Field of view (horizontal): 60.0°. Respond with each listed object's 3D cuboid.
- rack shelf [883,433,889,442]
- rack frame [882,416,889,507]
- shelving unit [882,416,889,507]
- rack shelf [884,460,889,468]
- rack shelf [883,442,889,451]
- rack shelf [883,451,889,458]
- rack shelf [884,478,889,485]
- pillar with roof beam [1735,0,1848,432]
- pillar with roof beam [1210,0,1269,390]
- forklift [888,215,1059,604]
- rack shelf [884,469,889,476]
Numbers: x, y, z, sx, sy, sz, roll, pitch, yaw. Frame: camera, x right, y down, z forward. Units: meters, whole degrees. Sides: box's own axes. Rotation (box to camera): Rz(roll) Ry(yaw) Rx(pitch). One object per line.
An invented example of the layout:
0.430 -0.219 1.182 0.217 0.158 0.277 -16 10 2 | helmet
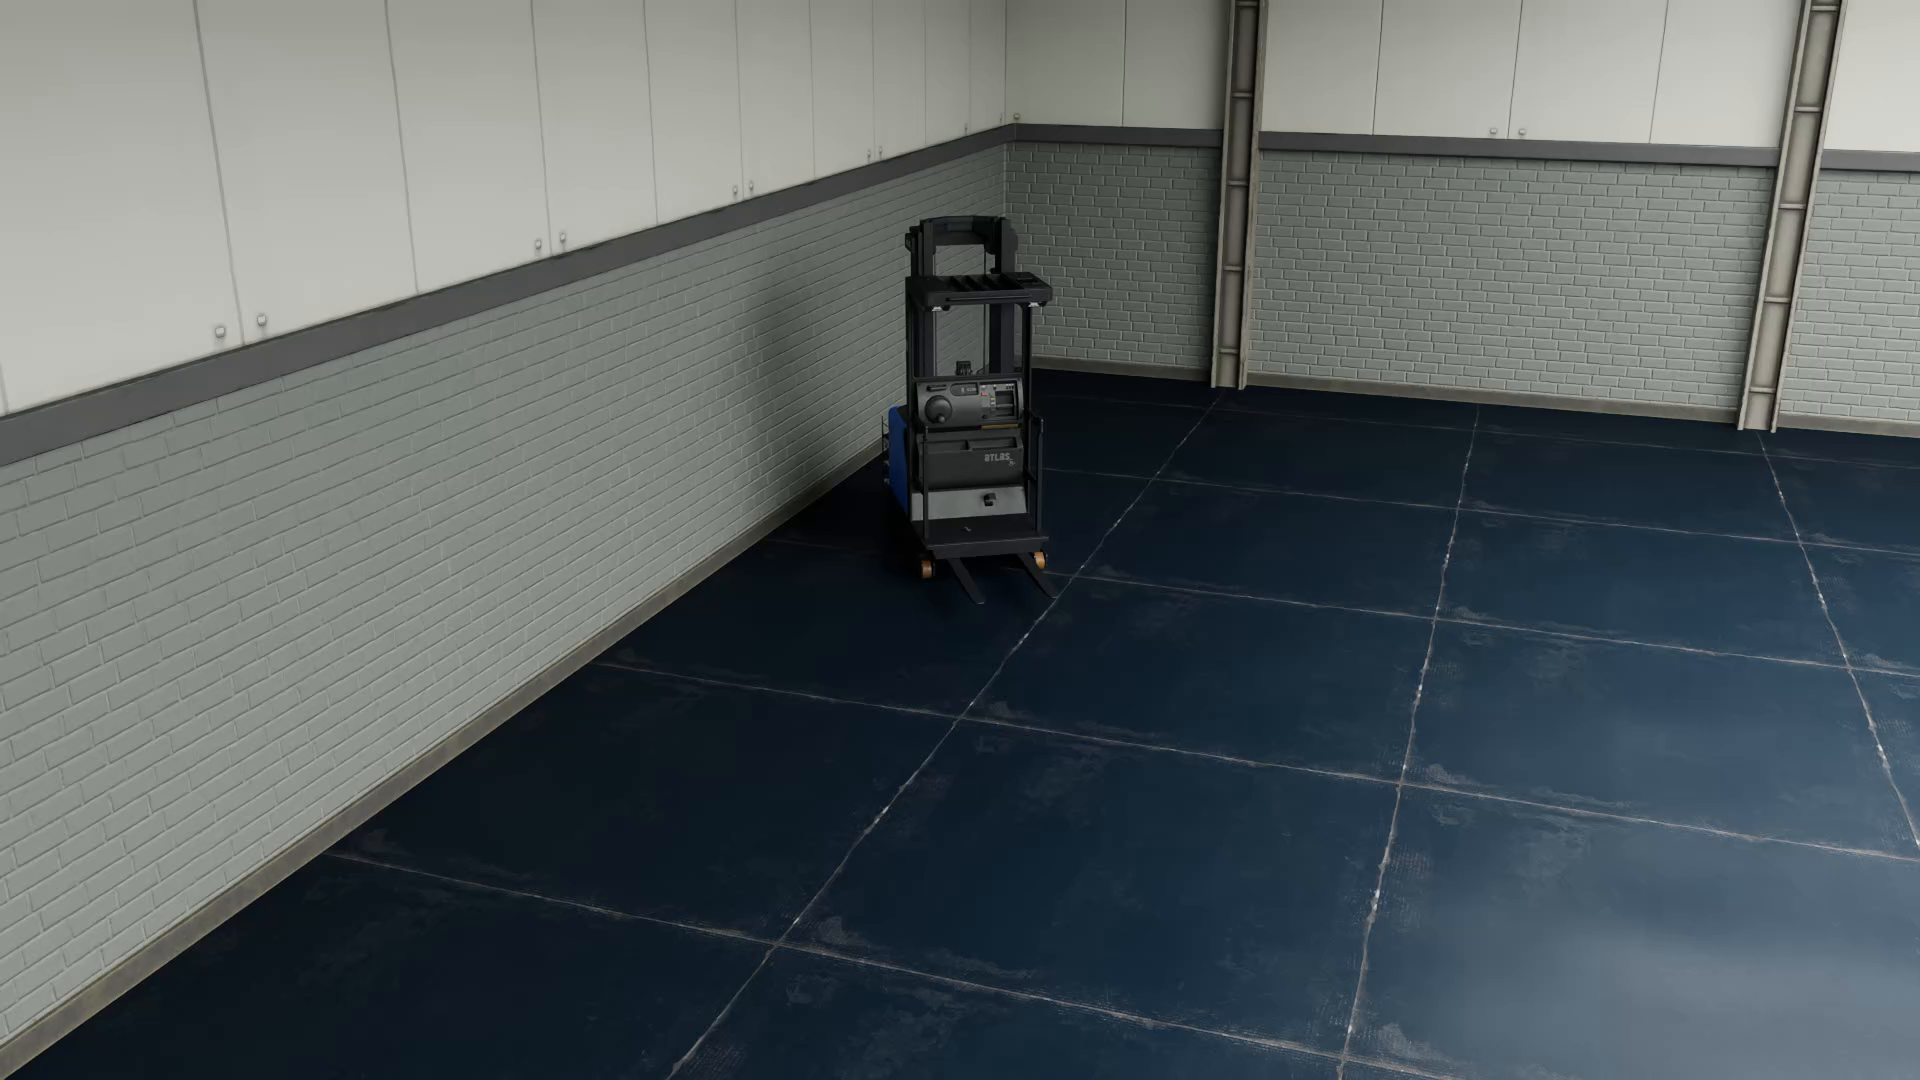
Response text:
-0.607 -0.957 15.851 0.200 0.077 0.258 -7 20 -19 | rack shelf
-0.703 -0.722 15.896 0.006 0.900 0.240 -7 20 -19 | rack frame
-0.607 -0.734 15.929 0.210 0.900 0.258 -7 20 -19 | shelving unit
-0.607 -0.702 15.940 0.200 0.077 0.258 -7 20 -19 | rack shelf
-0.607 -0.872 15.880 0.200 0.077 0.258 -7 20 -19 | rack shelf
-0.607 -0.787 15.910 0.200 0.077 0.258 -7 20 -19 | rack shelf
-0.607 -0.532 15.999 0.200 0.077 0.258 -7 20 -19 | rack shelf
7.599 -4.185 13.524 0.400 9.000 9.100 7 20 18 | pillar with roof beam
1.931 -4.833 15.384 0.400 9.000 9.100 7 20 18 | pillar with roof beam
0.133 -1.184 14.134 1.130 2.935 3.031 -4 20 -12 | forklift
-0.607 -0.617 15.969 0.200 0.077 0.258 -7 20 -19 | rack shelf
